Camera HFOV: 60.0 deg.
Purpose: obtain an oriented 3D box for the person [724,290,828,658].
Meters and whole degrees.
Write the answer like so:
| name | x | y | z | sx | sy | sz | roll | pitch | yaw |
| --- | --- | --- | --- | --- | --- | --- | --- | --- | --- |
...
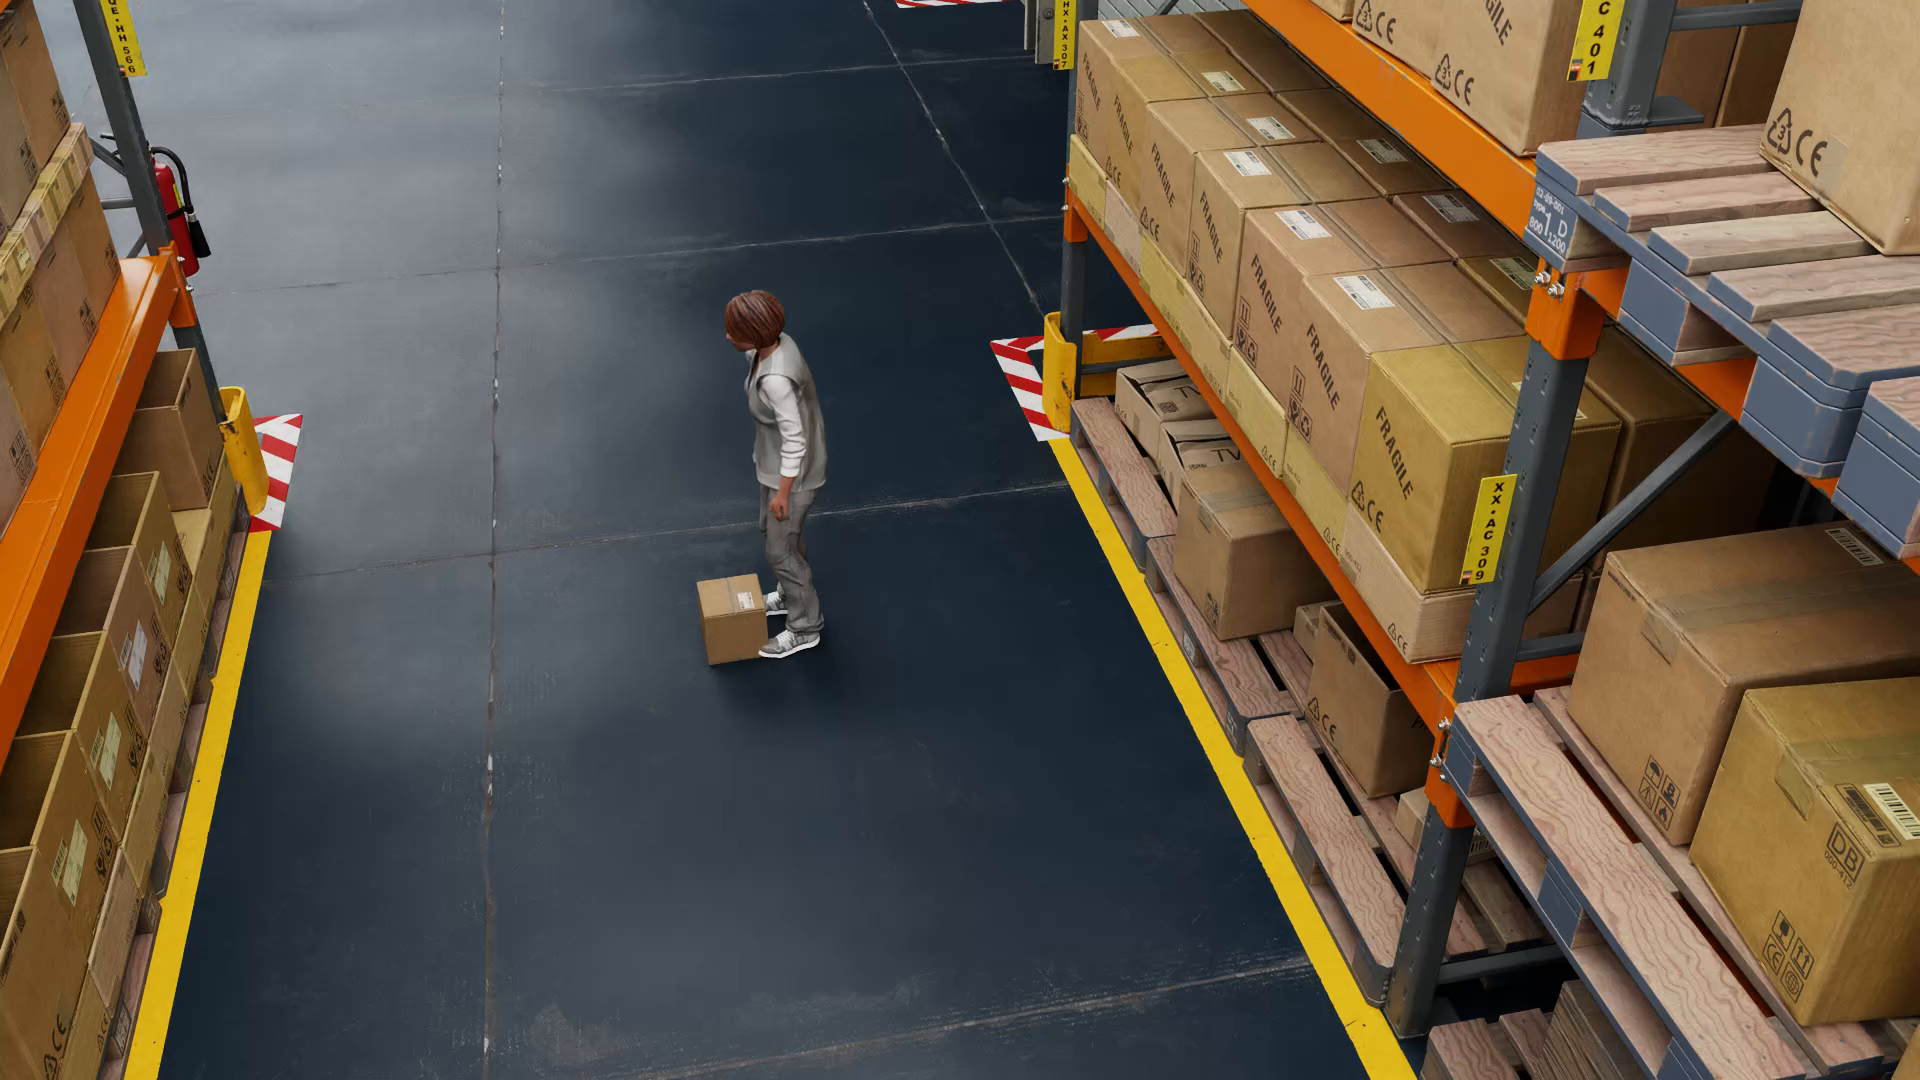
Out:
| name | x | y | z | sx | sy | sz | roll | pitch | yaw |
| --- | --- | --- | --- | --- | --- | --- | --- | --- | --- |
| person | -0.699 | -0.263 | 6.533 | 0.347 | 1.591 | 0.459 | -7 | 35 | -10 |
